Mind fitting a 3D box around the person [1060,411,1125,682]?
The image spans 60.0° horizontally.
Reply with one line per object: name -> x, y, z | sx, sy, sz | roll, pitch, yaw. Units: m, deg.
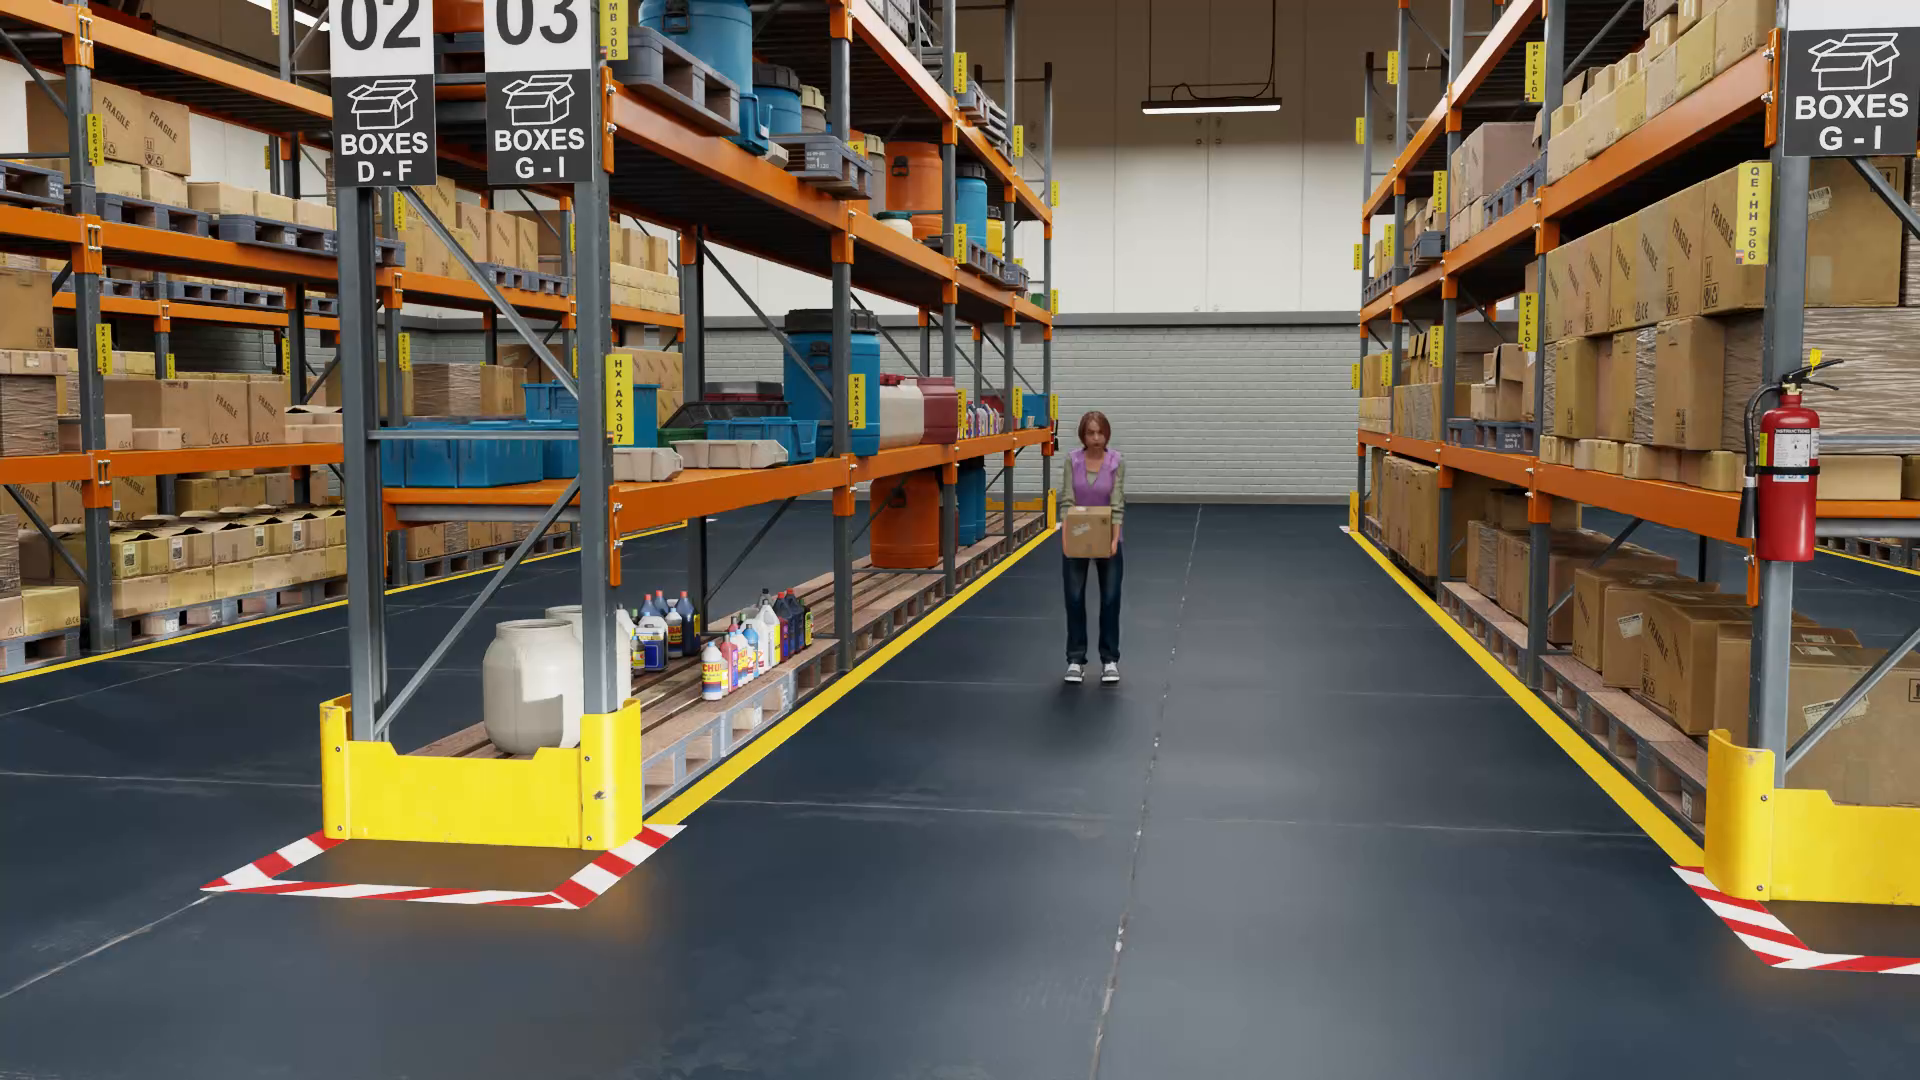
person -> 0.776, 0.042, 9.723 | 0.373, 1.586, 0.518 | 1, 5, 8
